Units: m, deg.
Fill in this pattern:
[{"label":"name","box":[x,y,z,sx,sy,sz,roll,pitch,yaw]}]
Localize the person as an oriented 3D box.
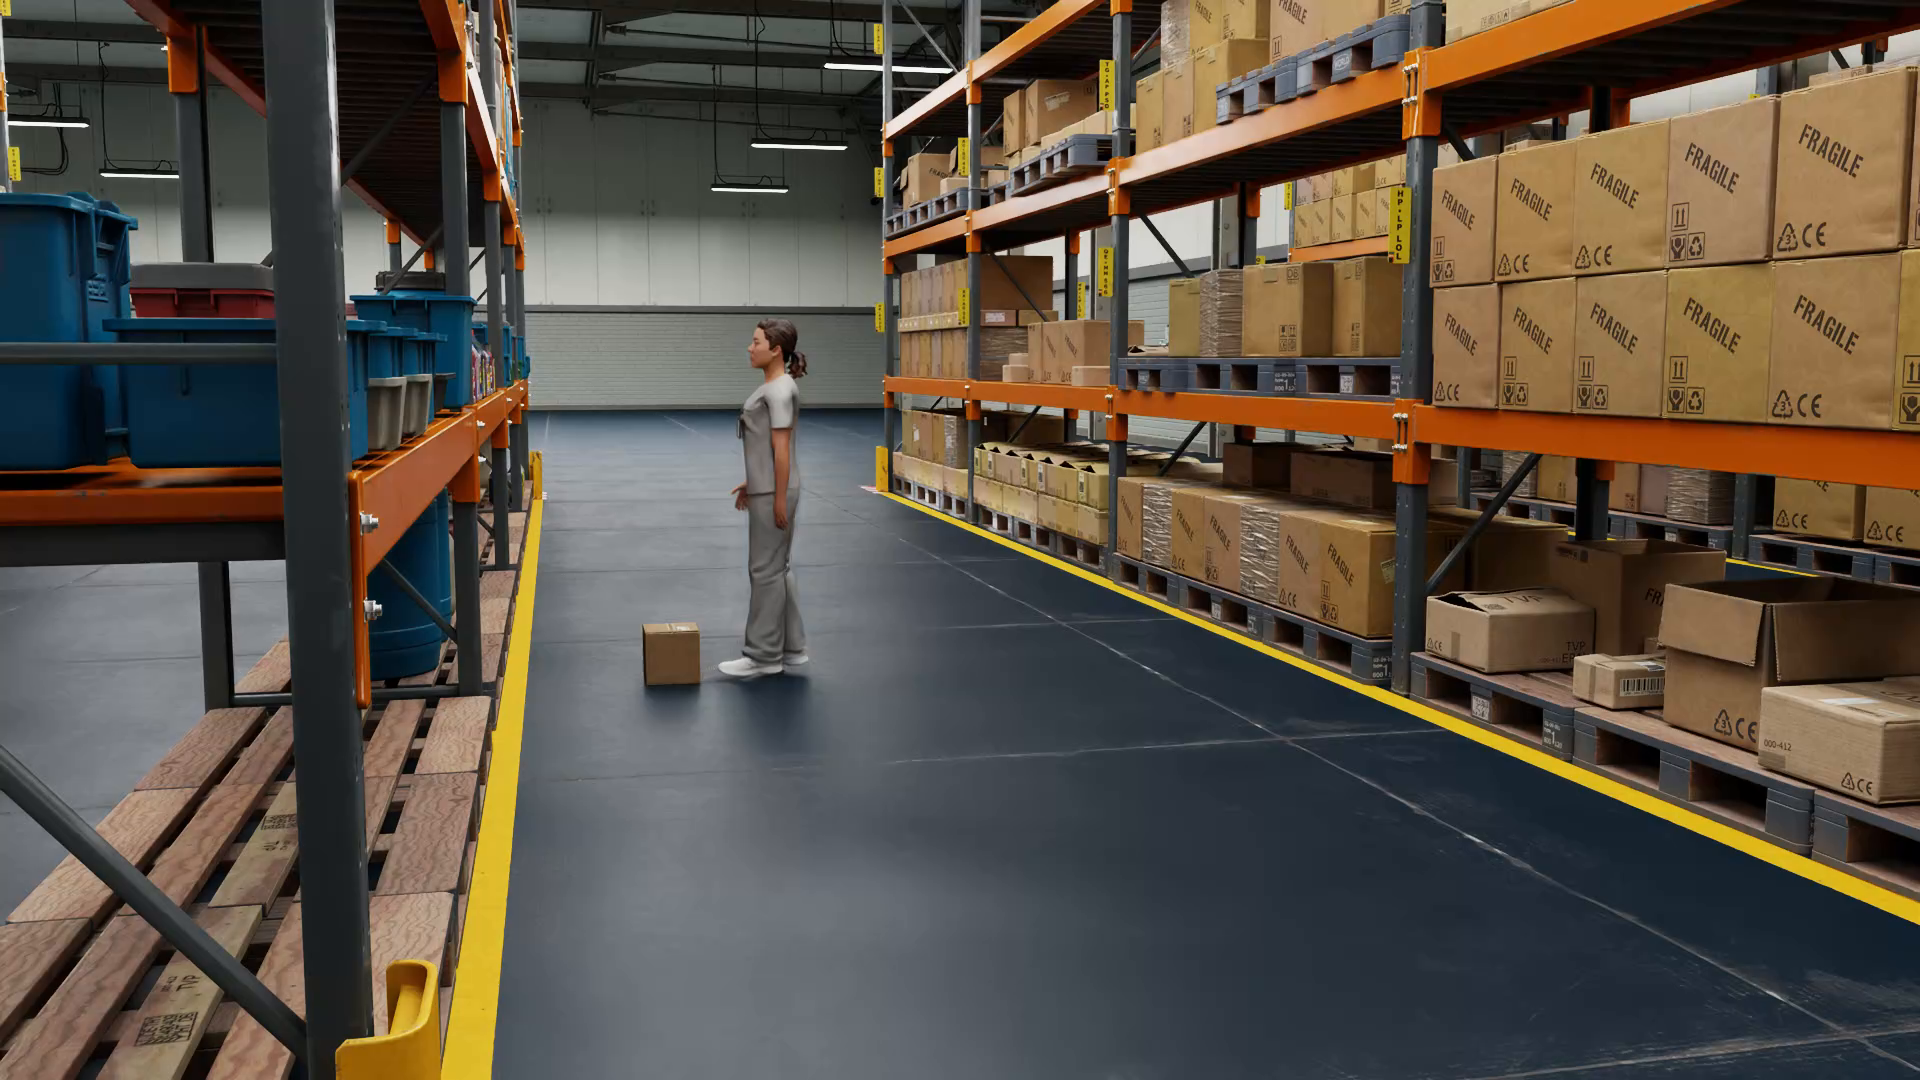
[{"label":"person","box":[-0.930,-0.203,7.869,0.449,1.683,0.509,-1,6,-6]}]
